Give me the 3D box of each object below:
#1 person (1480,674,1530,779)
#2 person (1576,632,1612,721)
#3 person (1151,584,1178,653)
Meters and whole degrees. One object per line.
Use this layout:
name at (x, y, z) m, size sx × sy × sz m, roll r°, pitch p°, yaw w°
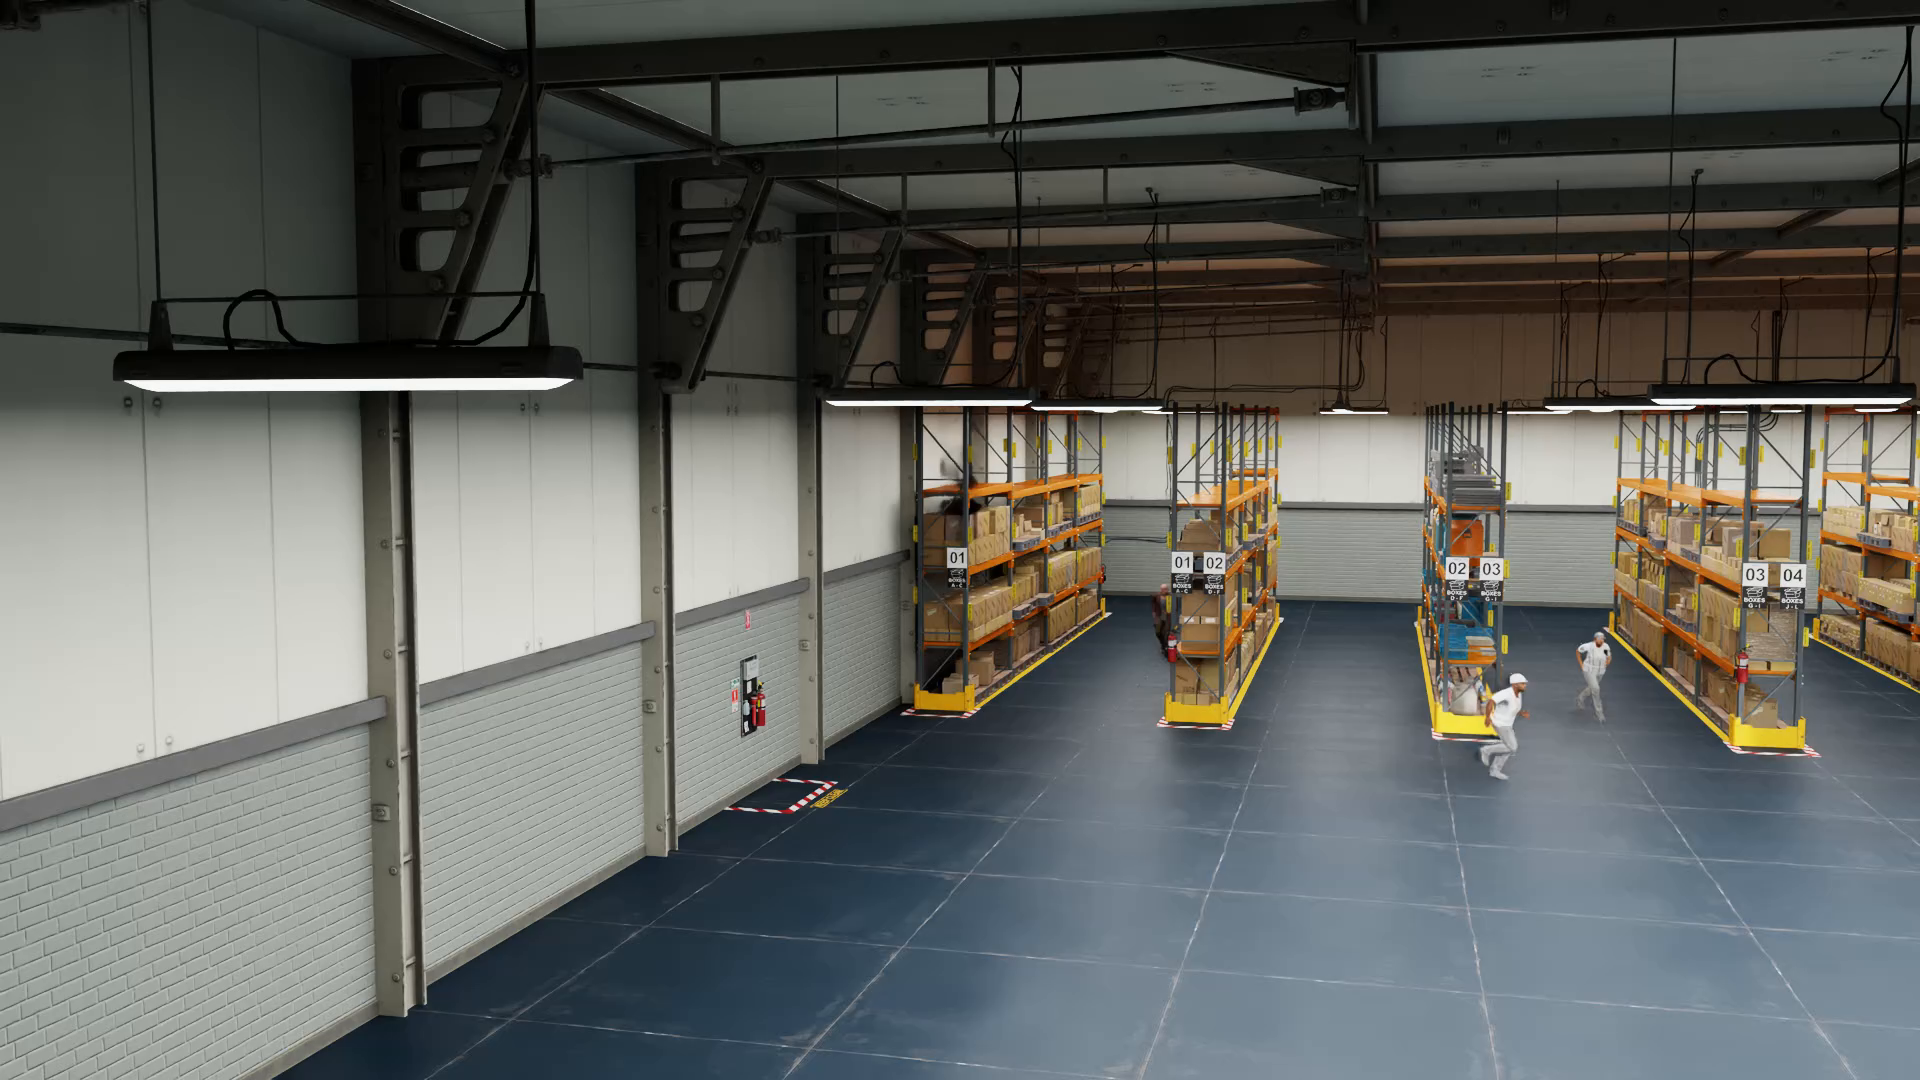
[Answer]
person at (8.647, 2.947, 26.366) m, size 0.737 × 1.686 × 0.689 m, roll 3°, pitch 5°, yaw 34°
person at (12.113, 2.565, 31.845) m, size 0.607 × 1.673 × 1.043 m, roll -1°, pitch 4°, yaw -12°
person at (4.899, 1.899, 39.981) m, size 0.665 × 1.701 × 0.780 m, roll 1°, pitch 4°, yaw 13°
